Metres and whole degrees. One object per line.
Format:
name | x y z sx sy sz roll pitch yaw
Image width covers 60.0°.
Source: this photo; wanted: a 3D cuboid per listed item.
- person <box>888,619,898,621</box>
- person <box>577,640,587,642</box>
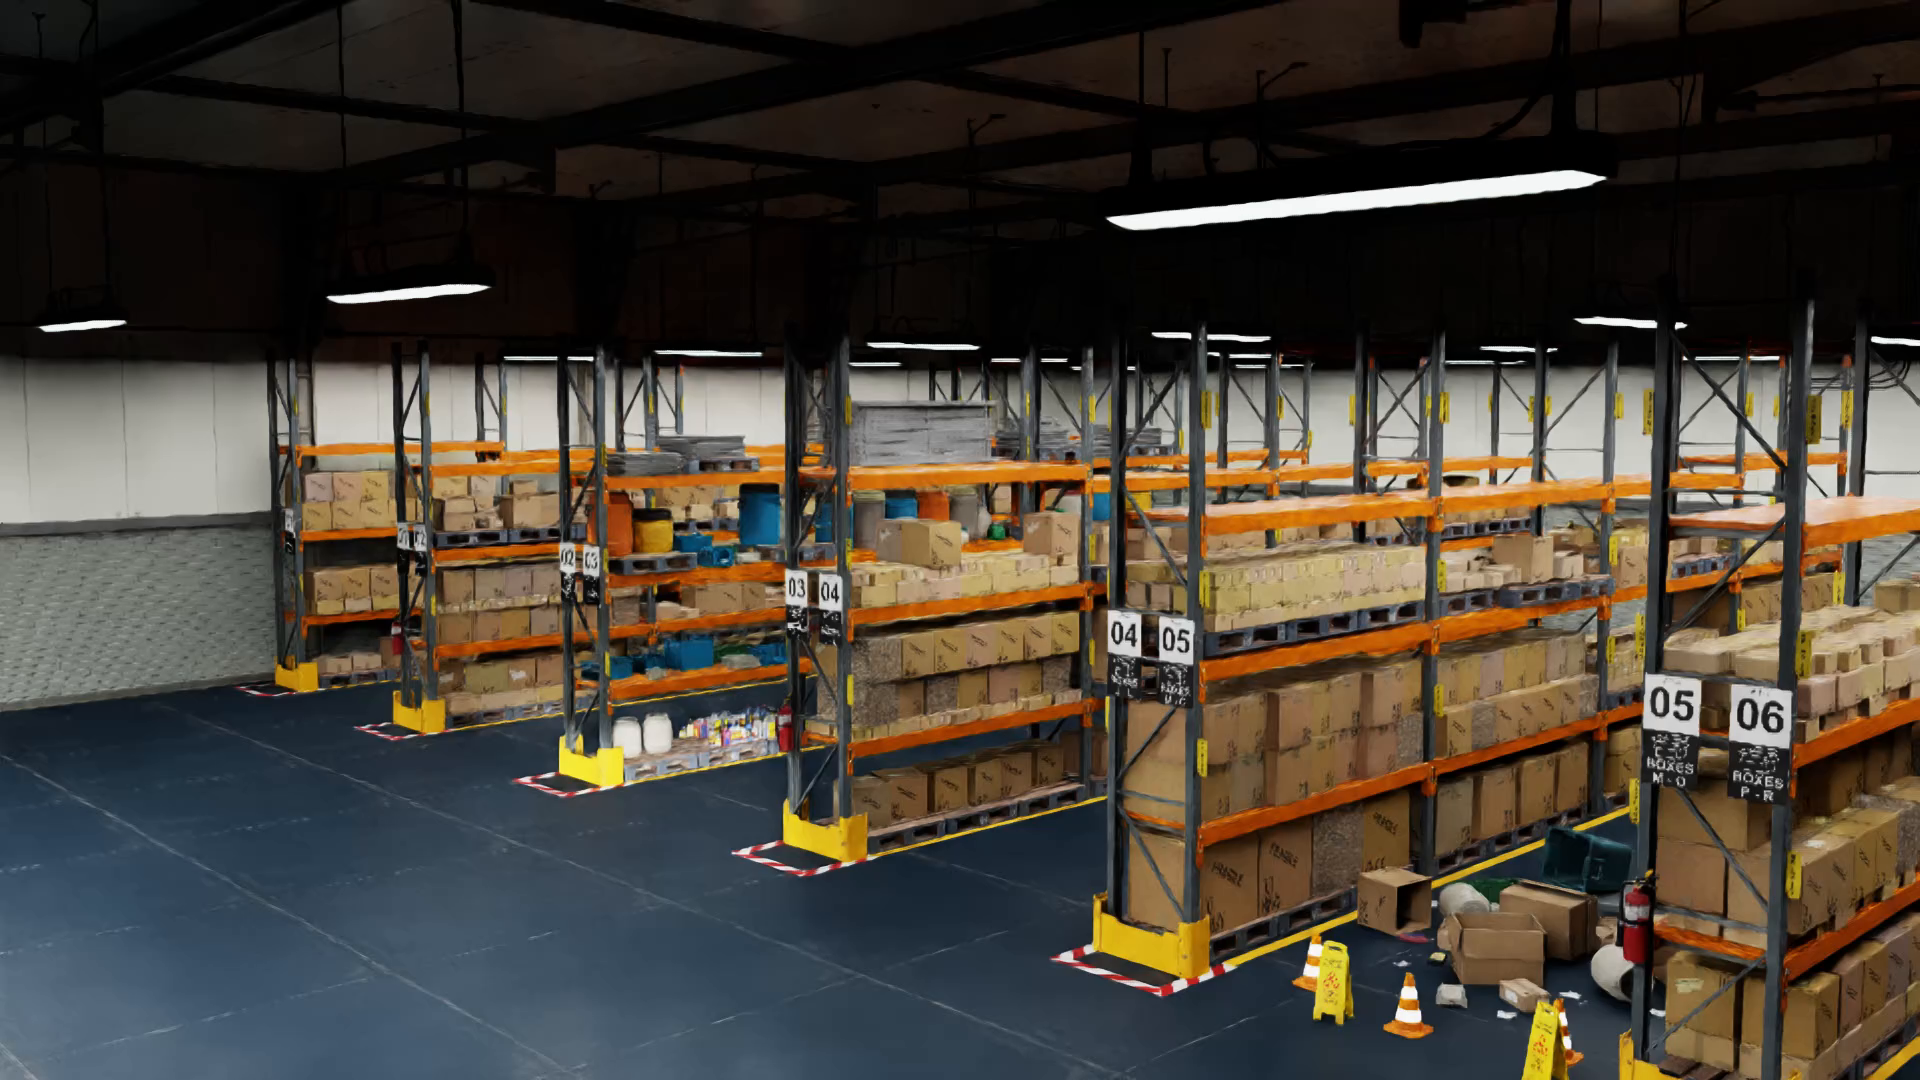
person | -1.135 1.728 30.721 0.411 1.534 0.957 4 6 37
person | -6.866 1.709 30.036 1.115 1.698 0.543 -4 7 -42
